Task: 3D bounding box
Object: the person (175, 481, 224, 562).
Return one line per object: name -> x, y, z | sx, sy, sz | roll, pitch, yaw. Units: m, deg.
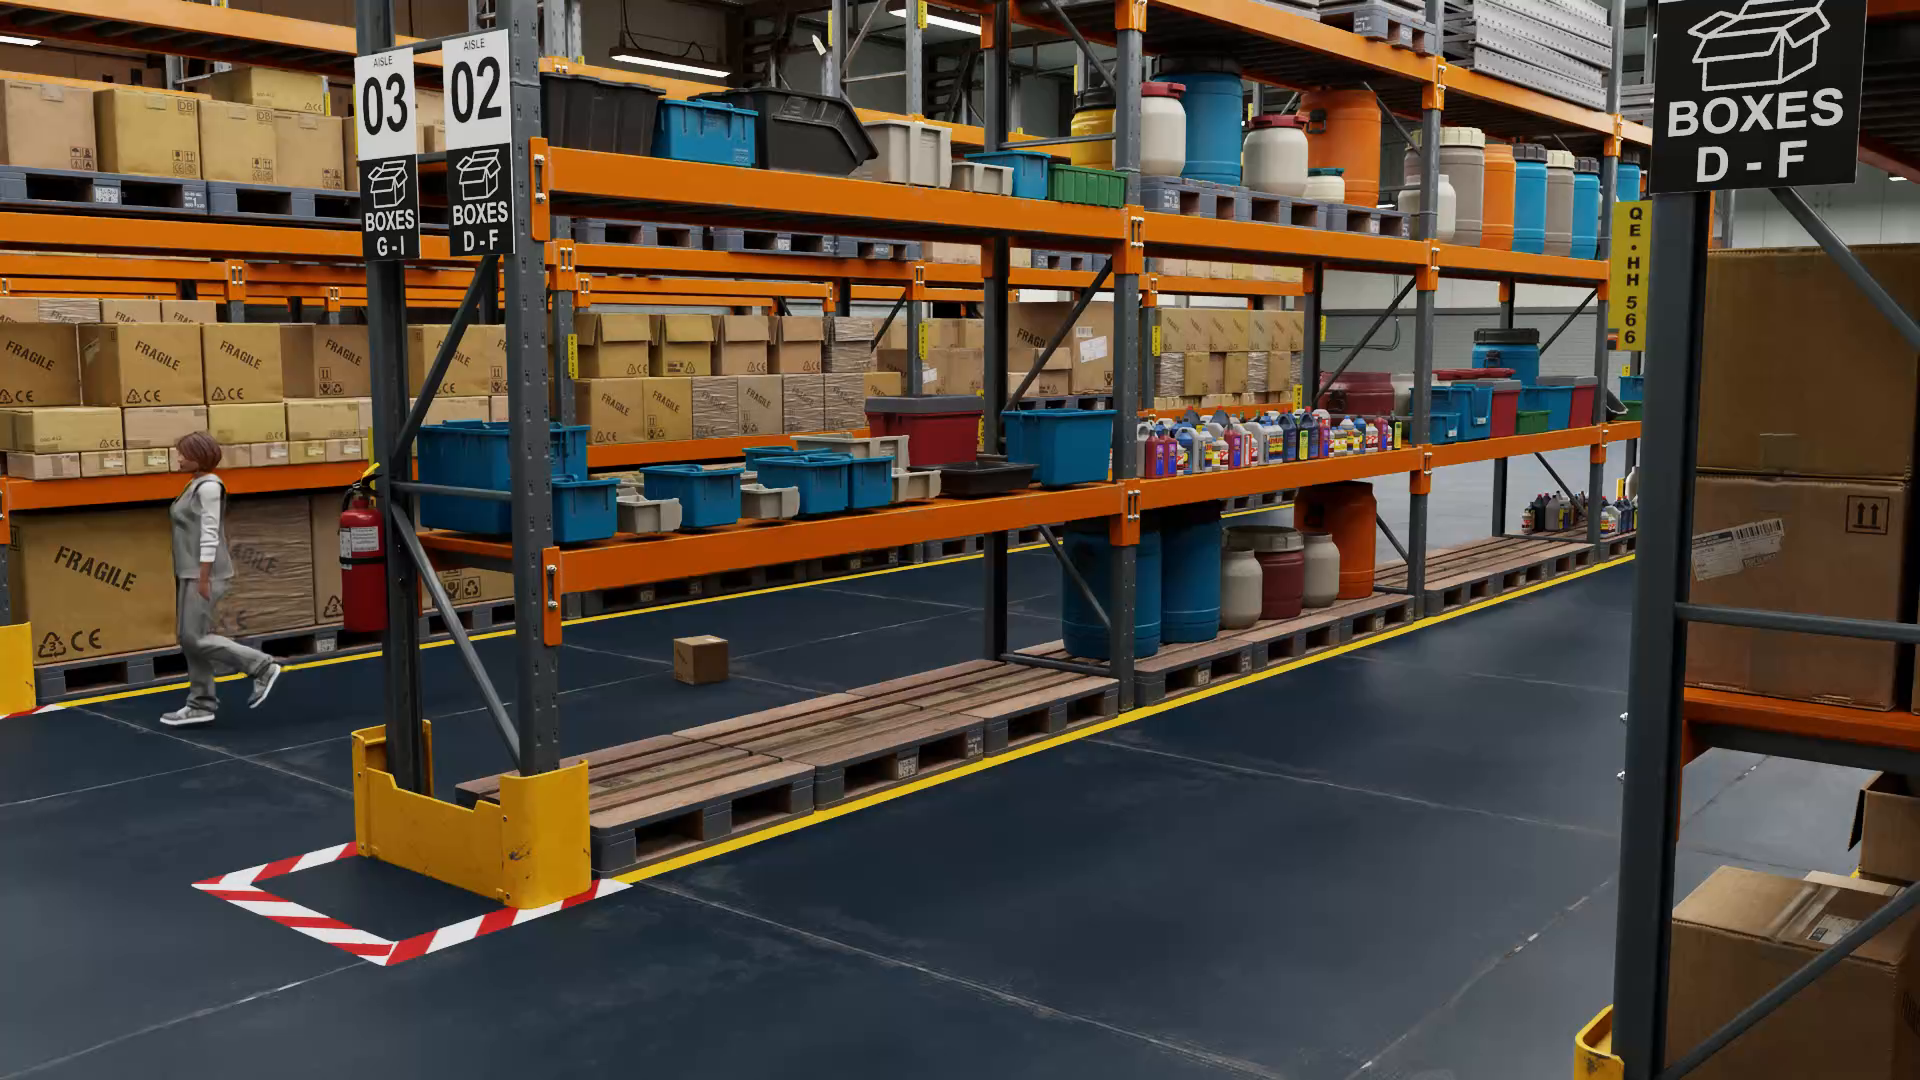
person -> -4.079, -0.063, 8.942 | 0.278, 0.543, 0.417 | -5, 8, -33
